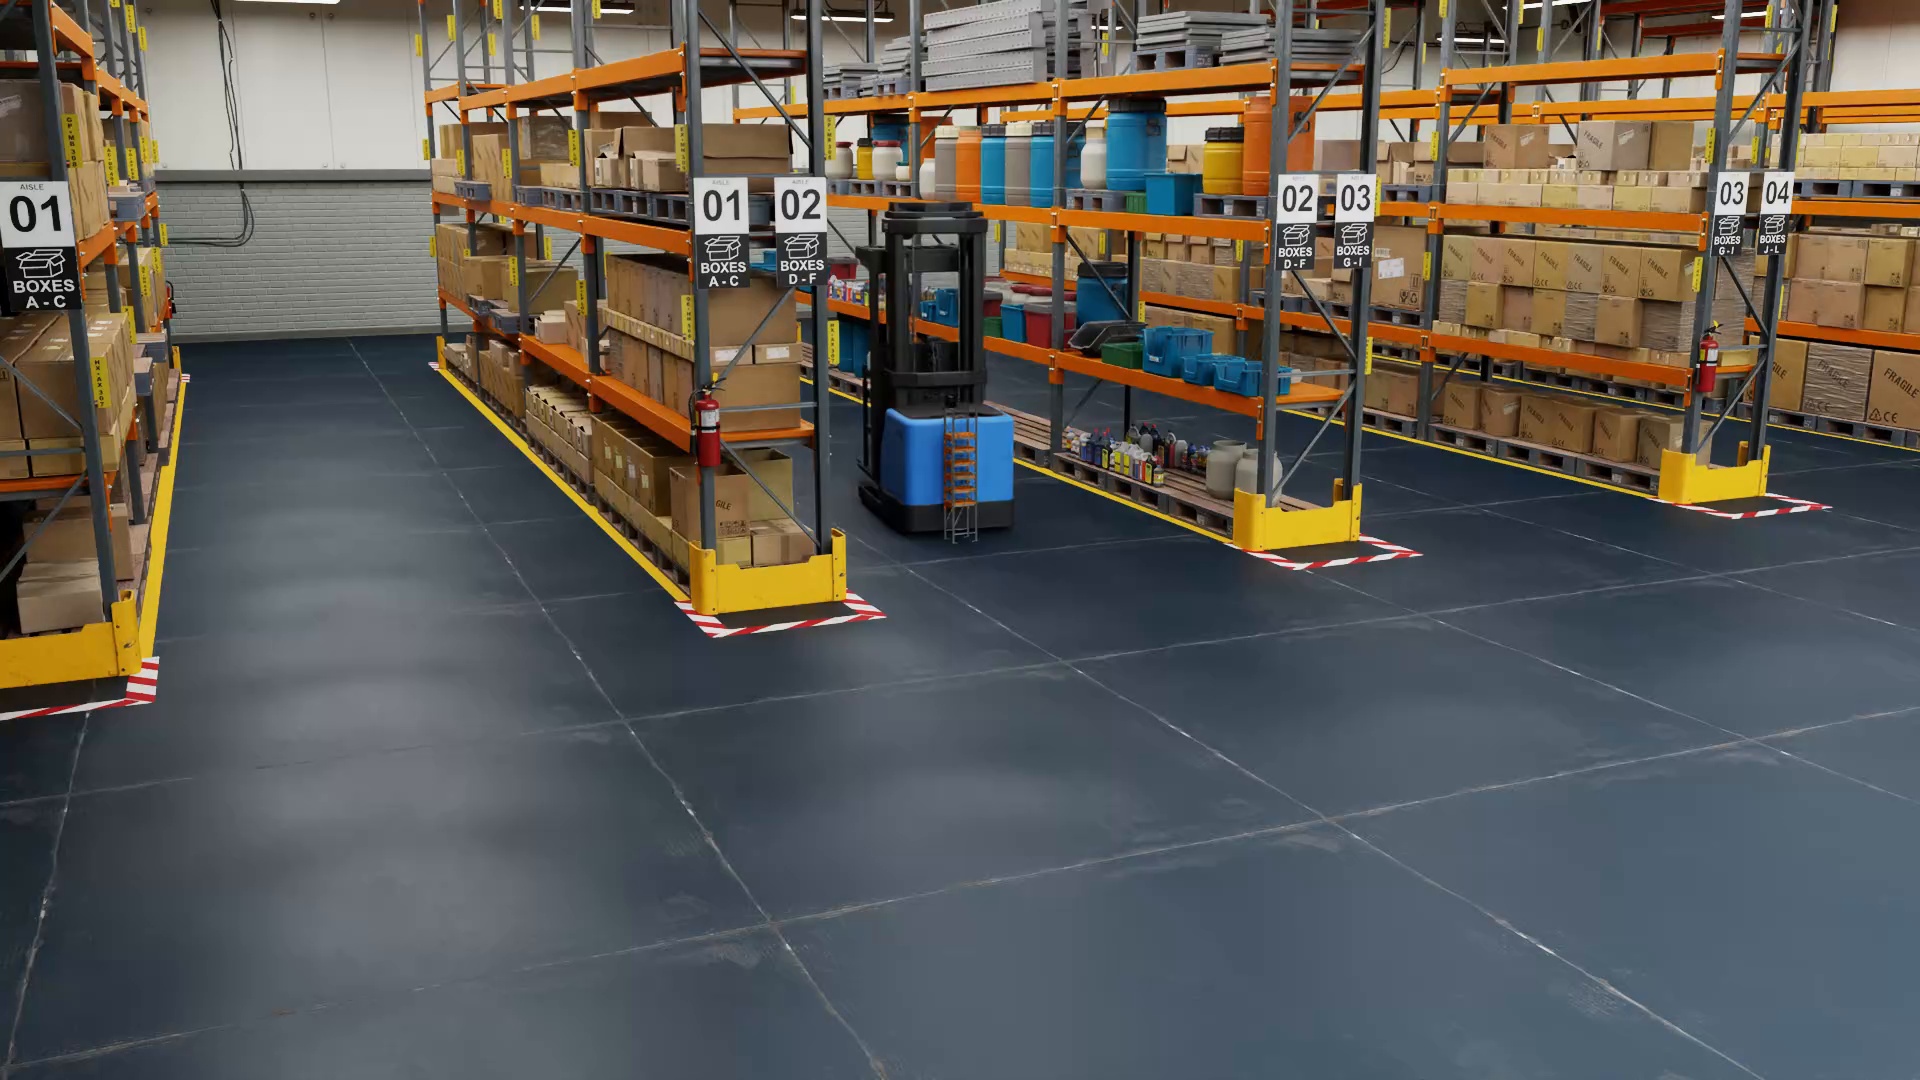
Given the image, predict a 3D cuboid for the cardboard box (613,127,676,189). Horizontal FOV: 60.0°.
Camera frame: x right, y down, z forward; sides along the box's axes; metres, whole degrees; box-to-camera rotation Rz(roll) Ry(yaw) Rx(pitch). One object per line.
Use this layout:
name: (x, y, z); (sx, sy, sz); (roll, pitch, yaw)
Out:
cardboard box: (-2.533, -3.247, 14.123); (0.797, 0.503, 0.637); (-4, 14, -17)

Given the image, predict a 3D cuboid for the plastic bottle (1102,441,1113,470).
plastic bottle: (1.510, -0.871, 17.027); (0.061, 0.283, 0.133); (-5, 14, -20)

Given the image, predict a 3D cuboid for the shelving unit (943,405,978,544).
shelving unit: (0.006, -0.582, 14.722); (0.258, 1.200, 0.189); (-6, 14, -23)

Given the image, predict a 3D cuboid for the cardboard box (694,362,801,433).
cardboard box: (-1.650, -1.134, 12.895); (0.700, 0.500, 0.500); (-6, 14, -23)

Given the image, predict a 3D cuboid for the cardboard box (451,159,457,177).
cardboard box: (-6.923, -5.278, 23.595); (0.500, 0.250, 0.500); (-6, 14, -23)

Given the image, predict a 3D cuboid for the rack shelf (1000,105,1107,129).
rack shelf: (1.995, -7.152, 28.295); (1.077, 0.370, 4.000); (-6, 14, -23)

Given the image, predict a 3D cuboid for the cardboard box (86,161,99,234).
cardboard box: (-6.311, -2.372, 11.548); (0.500, 0.500, 0.500); (-5, 14, -20)

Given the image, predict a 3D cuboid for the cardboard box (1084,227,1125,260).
cardboard box: (2.367, -4.869, 27.265); (0.500, 0.500, 0.500); (-5, 14, -21)

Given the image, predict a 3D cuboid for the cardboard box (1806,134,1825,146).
cardboard box: (10.625, -4.905, 20.394); (0.380, 0.149, 0.250); (-6, 14, -23)

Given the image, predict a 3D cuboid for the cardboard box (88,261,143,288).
cardboard box: (-9.174, -2.884, 18.090); (0.500, 0.250, 0.500); (-5, 14, -22)

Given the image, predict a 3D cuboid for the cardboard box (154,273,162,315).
cardboard box: (-11.021, -3.278, 21.717); (0.980, 0.700, 0.700); (-5, 14, -22)

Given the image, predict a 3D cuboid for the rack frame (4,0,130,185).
rack frame: (-9.217, -5.115, 17.013); (1.000, 3.000, 0.127); (-6, 14, -23)

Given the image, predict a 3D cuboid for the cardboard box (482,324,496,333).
cardboard box: (-7.441, -3.200, 26.611); (0.500, 0.500, 0.500); (-6, 14, -23)

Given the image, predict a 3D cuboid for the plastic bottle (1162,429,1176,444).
plastic bottle: (2.191, -0.971, 17.313); (0.144, 0.351, 0.185); (-6, 14, -23)

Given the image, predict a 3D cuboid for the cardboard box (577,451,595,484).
cardboard box: (-3.509, -0.739, 16.575); (0.500, 0.250, 0.500); (-6, 14, -24)

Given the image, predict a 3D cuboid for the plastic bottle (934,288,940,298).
plastic bottle: (-0.306, -3.324, 22.838); (0.061, 0.283, 0.133); (-6, 14, -23)

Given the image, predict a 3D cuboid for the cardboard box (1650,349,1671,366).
cardboard box: (7.201, -1.851, 16.773); (0.380, 0.149, 0.250); (-6, 14, -23)

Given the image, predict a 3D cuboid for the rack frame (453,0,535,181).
rack frame: (-6.282, -6.390, 22.521); (1.000, 3.000, 0.127); (-6, 14, -23)

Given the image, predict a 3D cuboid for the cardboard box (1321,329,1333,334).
cardboard box: (6.720, -3.764, 29.872); (0.380, 0.149, 0.250); (-6, 14, -25)

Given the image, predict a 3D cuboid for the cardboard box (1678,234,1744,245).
cardboard box: (10.174, -3.879, 22.539); (0.700, 0.500, 0.500); (-6, 14, -24)

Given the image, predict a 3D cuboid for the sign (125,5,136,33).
sign: (-10.327, -6.487, 20.692); (0.100, 0.325, 0.005); (-6, 14, -23)

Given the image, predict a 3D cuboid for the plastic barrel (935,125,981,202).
plastic barrel: (-0.009, -4.603, 20.344); (0.600, 0.901, 0.600); (0, 13, 0)

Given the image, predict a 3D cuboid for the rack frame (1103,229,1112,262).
rack frame: (2.797, -4.361, 27.060); (1.000, 3.000, 0.127); (-6, 14, -23)

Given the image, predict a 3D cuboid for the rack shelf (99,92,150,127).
rack shelf: (-11.620, -5.809, 22.496); (1.077, 0.370, 4.000); (-6, 14, -23)

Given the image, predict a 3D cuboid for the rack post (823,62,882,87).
rack post: (-1.433, -6.623, 23.695); (0.937, 0.300, 0.954); (-6, 14, -24)

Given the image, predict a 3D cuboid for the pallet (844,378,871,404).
pallet: (-0.978, -2.139, 23.645); (1.003, 0.211, 1.213); (-6, 14, -23)

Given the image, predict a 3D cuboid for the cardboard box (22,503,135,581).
cardboard box: (-6.683, 0.039, 12.617); (0.700, 0.500, 0.500); (-7, 15, -27)

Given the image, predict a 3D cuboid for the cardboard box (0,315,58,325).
cardboard box: (-7.618, -1.552, 13.548); (0.500, 0.500, 0.500); (-6, 14, -24)

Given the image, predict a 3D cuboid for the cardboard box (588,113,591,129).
cardboard box: (-3.537, -4.019, 16.668); (0.500, 0.500, 0.500); (-4, 14, -18)

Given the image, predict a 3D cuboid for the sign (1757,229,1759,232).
sign: (12.972, -4.943, 27.006); (0.100, 0.325, 0.005); (-6, 14, -23)

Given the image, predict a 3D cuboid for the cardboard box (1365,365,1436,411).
cardboard box: (5.601, -1.934, 21.140); (0.700, 0.500, 0.500); (-6, 14, -23)

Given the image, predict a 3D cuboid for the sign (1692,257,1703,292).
sign: (7.087, -2.554, 15.983); (0.100, 0.325, 0.005); (-6, 14, -23)

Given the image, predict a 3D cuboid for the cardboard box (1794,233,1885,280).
cardboard box: (11.029, -3.552, 20.837); (0.875, 0.550, 0.550); (-6, 14, -23)

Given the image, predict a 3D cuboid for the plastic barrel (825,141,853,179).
plastic barrel: (-1.761, -5.514, 24.158); (0.433, 0.535, 0.433); (0, 13, 0)

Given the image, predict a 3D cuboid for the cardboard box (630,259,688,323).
cardboard box: (-2.490, -2.196, 14.607); (0.700, 0.500, 0.500); (-6, 14, -23)

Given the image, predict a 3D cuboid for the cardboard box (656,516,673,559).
cardboard box: (-2.172, -0.039, 13.553); (0.500, 0.250, 0.500); (-6, 14, -23)

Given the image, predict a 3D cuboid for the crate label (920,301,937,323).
crate label: (-0.314, -2.885, 21.053); (0.303, 0.233, 0.416); (-6, 14, -23)

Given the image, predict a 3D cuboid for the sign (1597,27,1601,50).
sign: (9.491, -7.467, 24.755); (0.100, 0.325, 0.005); (-6, 14, -23)

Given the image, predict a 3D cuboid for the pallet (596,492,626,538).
pallet: (-2.797, -0.288, 15.644); (1.003, 0.211, 1.213); (-6, 14, -23)

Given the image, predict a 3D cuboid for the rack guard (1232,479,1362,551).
rack guard: (2.992, -0.228, 14.746); (1.175, 0.500, 0.348); (-6, 14, -23)

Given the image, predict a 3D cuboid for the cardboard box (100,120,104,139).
cardboard box: (-10.587, -4.915, 19.940); (0.500, 0.250, 0.500); (-5, 14, -19)

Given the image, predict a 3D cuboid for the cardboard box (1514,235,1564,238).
cardboard box: (6.635, -3.218, 19.021); (0.500, 0.500, 0.500); (-6, 14, -23)

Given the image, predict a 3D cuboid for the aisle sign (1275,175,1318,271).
aisle sign: (2.822, -2.659, 13.941); (0.394, 0.787, 0.004); (-6, 14, -23)

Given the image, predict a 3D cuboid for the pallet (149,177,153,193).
pallet: (-11.622, -4.859, 22.754); (1.003, 0.211, 1.213); (-6, 14, -23)

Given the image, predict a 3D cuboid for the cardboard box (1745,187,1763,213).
cardboard box: (7.647, -3.393, 16.557); (0.500, 0.250, 0.500); (-5, 14, -21)

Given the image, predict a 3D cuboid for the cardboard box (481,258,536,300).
cardboard box: (-5.963, -3.466, 22.039); (0.700, 0.500, 0.500); (-3, 13, -14)

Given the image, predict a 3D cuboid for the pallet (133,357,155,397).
pallet: (-7.787, -1.443, 14.880); (1.003, 0.211, 1.213); (-6, 14, -23)

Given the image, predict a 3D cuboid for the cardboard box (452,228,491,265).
cardboard box: (-7.131, -4.294, 24.330); (0.500, 0.500, 0.500); (-6, 14, -23)

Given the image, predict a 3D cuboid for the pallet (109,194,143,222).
pallet: (-7.764, -2.873, 14.395); (1.213, 0.211, 1.003); (-6, 14, -23)

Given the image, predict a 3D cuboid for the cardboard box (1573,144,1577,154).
cardboard box: (11.834, -7.160, 31.126); (0.500, 0.500, 0.500); (-5, 14, -22)

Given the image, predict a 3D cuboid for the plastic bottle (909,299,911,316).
plastic bottle: (-0.692, -3.075, 21.764); (0.061, 0.283, 0.133); (-6, 14, -23)

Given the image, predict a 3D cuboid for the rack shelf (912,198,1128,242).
rack shelf: (0.662, -3.785, 19.514); (1.077, 0.370, 4.000); (-6, 14, -23)

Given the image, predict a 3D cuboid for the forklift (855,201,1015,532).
forklift: (-0.381, -1.784, 16.076); (1.130, 2.935, 3.031); (-4, 13, -15)

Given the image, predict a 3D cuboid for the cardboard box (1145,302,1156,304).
cardboard box: (3.071, -3.400, 26.688); (1.225, 0.875, 0.875); (-6, 14, -23)

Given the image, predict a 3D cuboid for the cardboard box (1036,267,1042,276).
cardboard box: (1.551, -4.696, 29.066); (0.380, 0.149, 0.250); (-6, 14, -24)

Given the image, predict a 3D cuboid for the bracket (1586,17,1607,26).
bracket: (14.408, -11.729, 37.606); (0.235, 0.232, 0.430); (-6, 14, -23)
